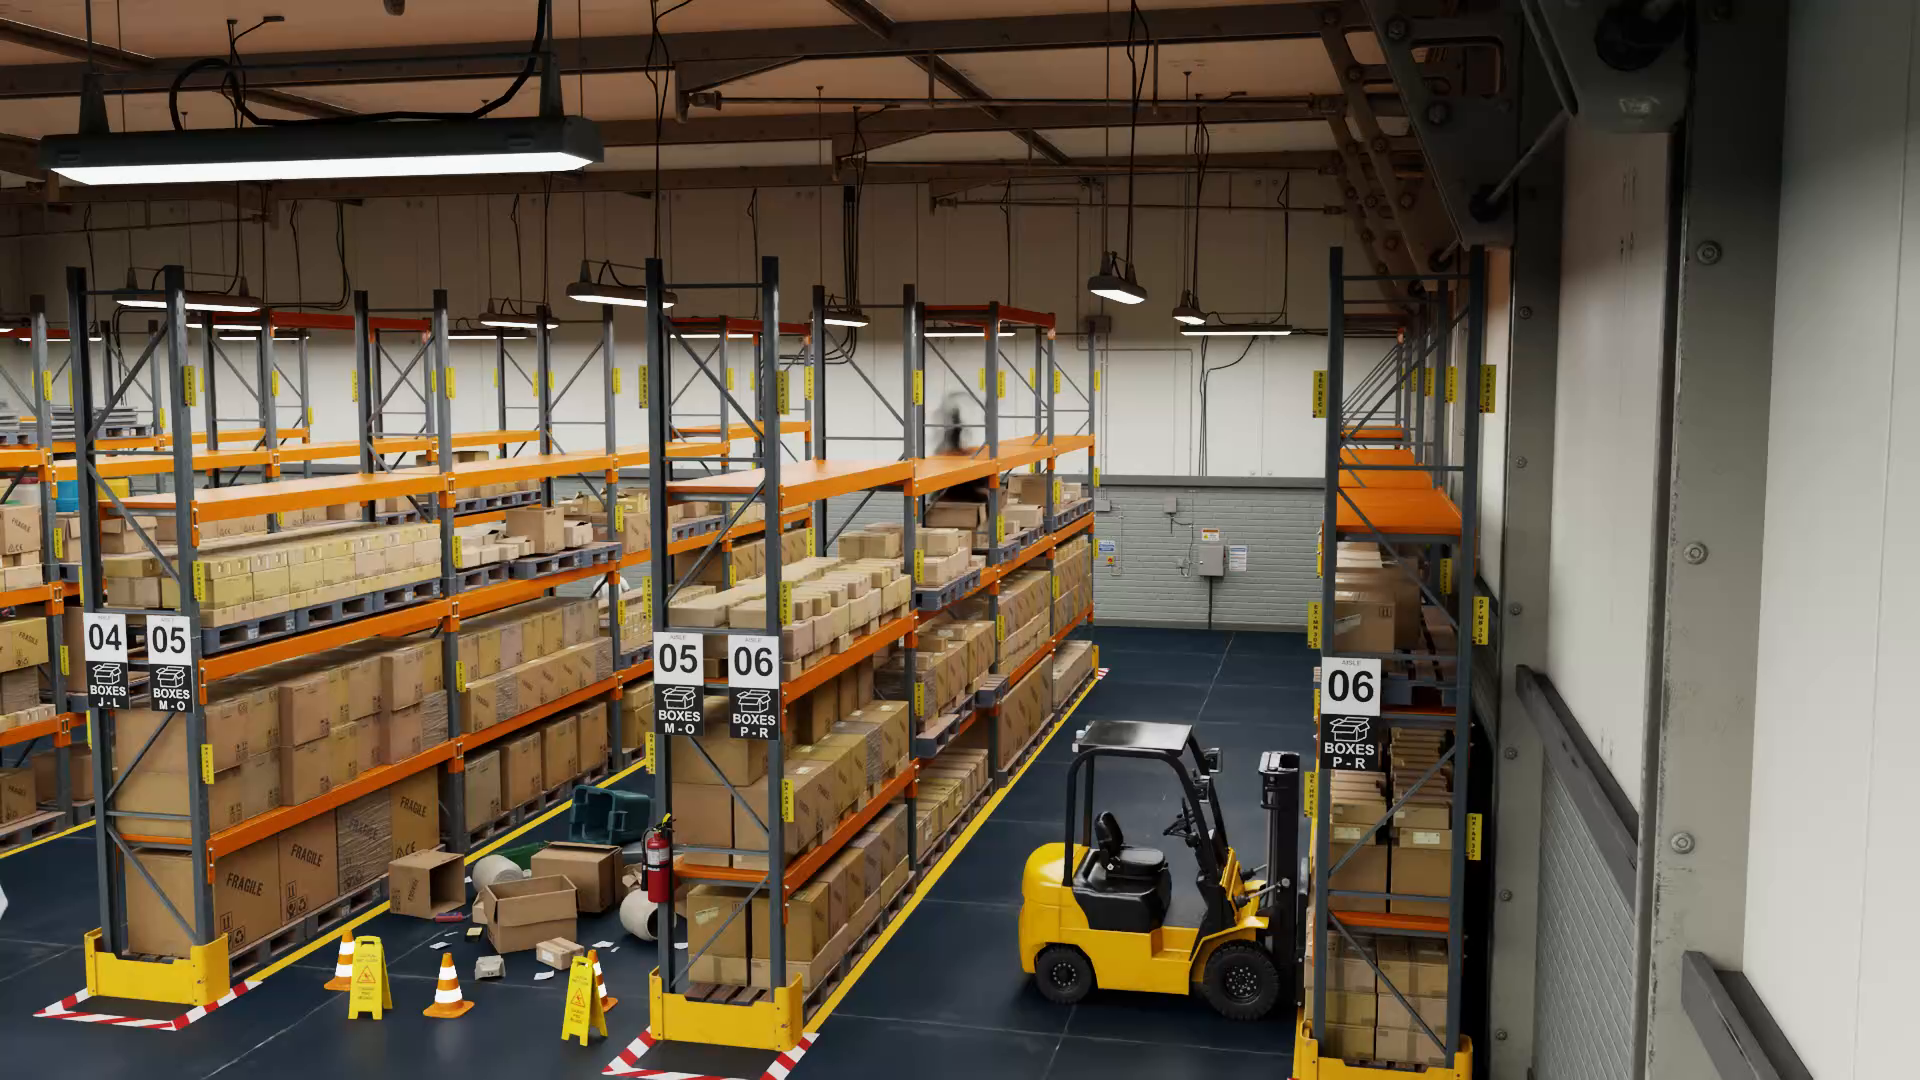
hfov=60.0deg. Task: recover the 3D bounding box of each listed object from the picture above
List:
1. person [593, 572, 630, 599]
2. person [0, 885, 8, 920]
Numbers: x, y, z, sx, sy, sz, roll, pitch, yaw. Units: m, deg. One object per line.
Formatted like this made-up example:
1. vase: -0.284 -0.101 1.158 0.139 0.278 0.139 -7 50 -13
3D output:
1. person: -6.313 1.268 30.176 0.686 1.690 0.543 -1 6 -11
2. person: -7.761 3.060 12.901 0.676 1.629 0.556 -3 7 -29
